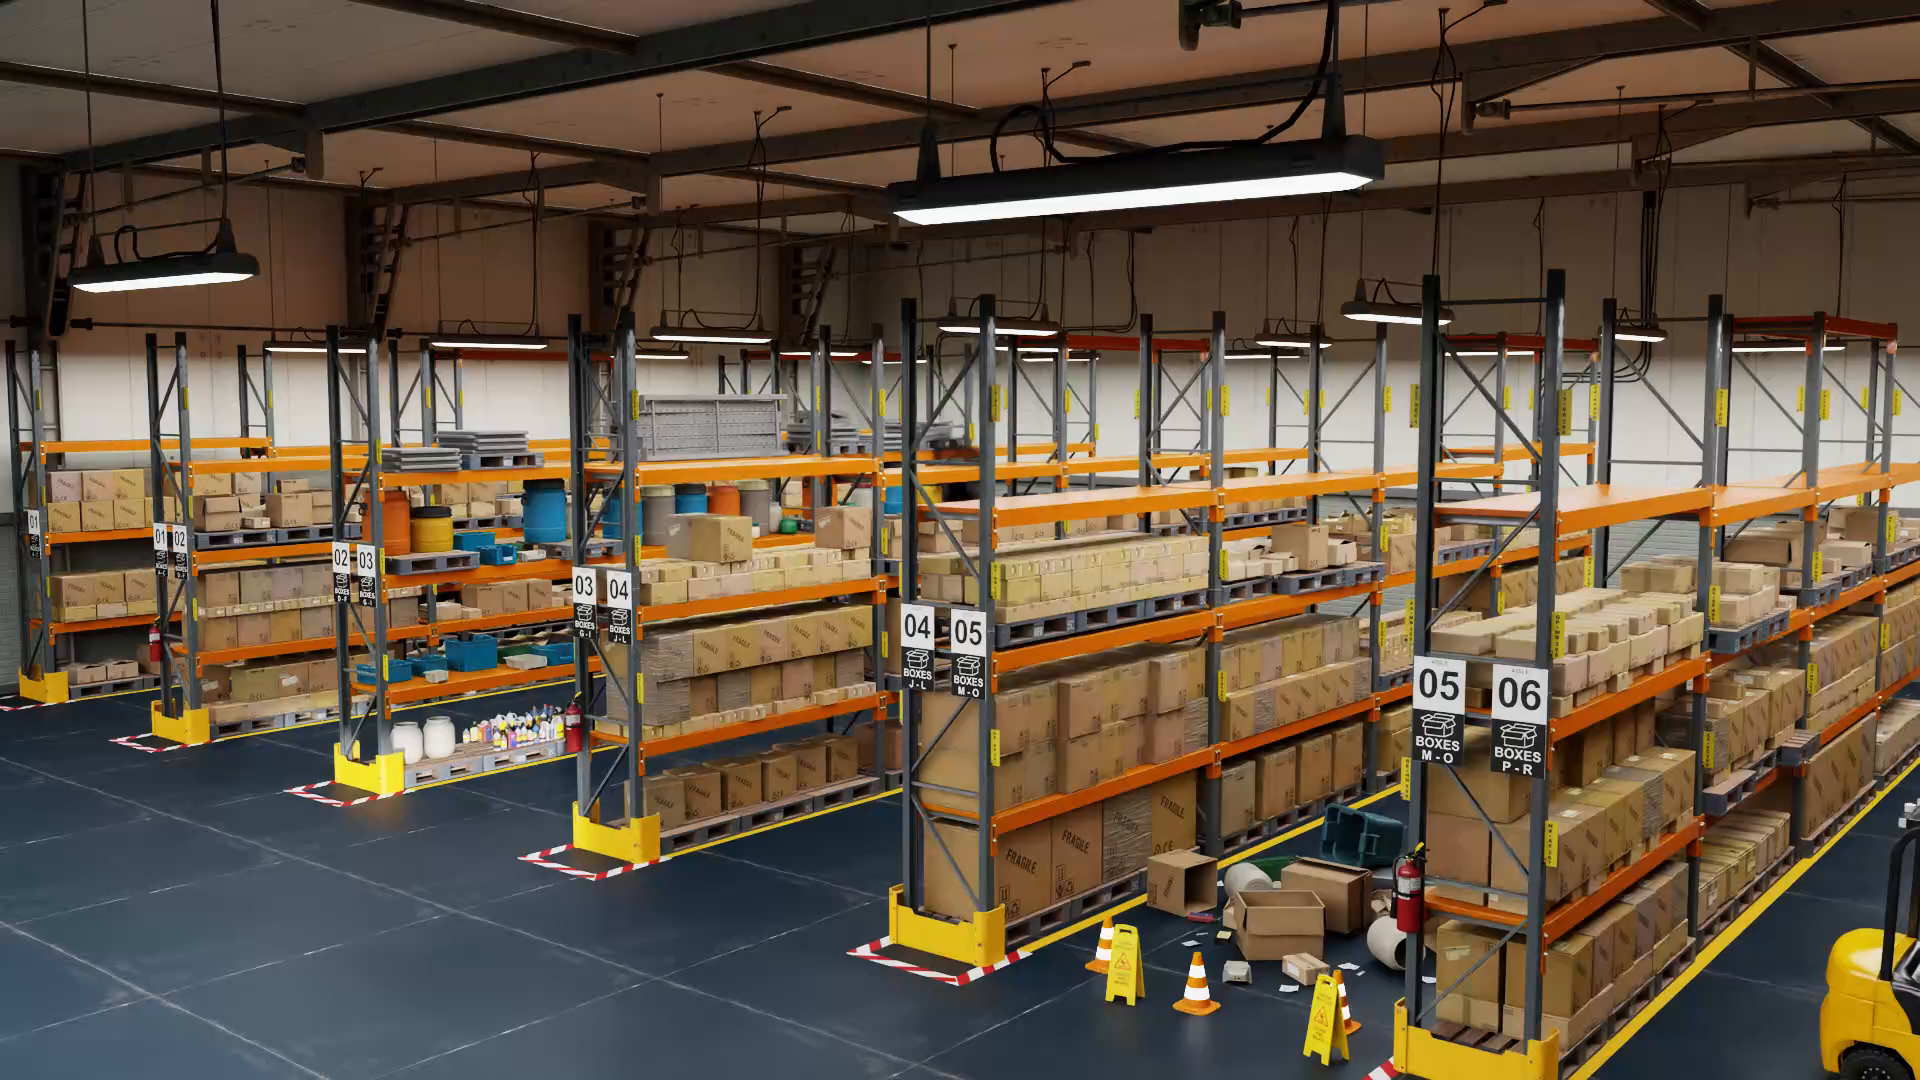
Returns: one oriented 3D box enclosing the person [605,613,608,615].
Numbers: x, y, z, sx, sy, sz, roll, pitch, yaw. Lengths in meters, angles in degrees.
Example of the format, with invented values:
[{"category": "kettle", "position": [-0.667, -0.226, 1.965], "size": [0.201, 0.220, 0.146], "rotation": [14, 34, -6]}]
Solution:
[{"category": "person", "position": [-6.918, 1.361, 33.563], "size": [0.624, 1.613, 0.566], "rotation": [4, 6, 37]}]
